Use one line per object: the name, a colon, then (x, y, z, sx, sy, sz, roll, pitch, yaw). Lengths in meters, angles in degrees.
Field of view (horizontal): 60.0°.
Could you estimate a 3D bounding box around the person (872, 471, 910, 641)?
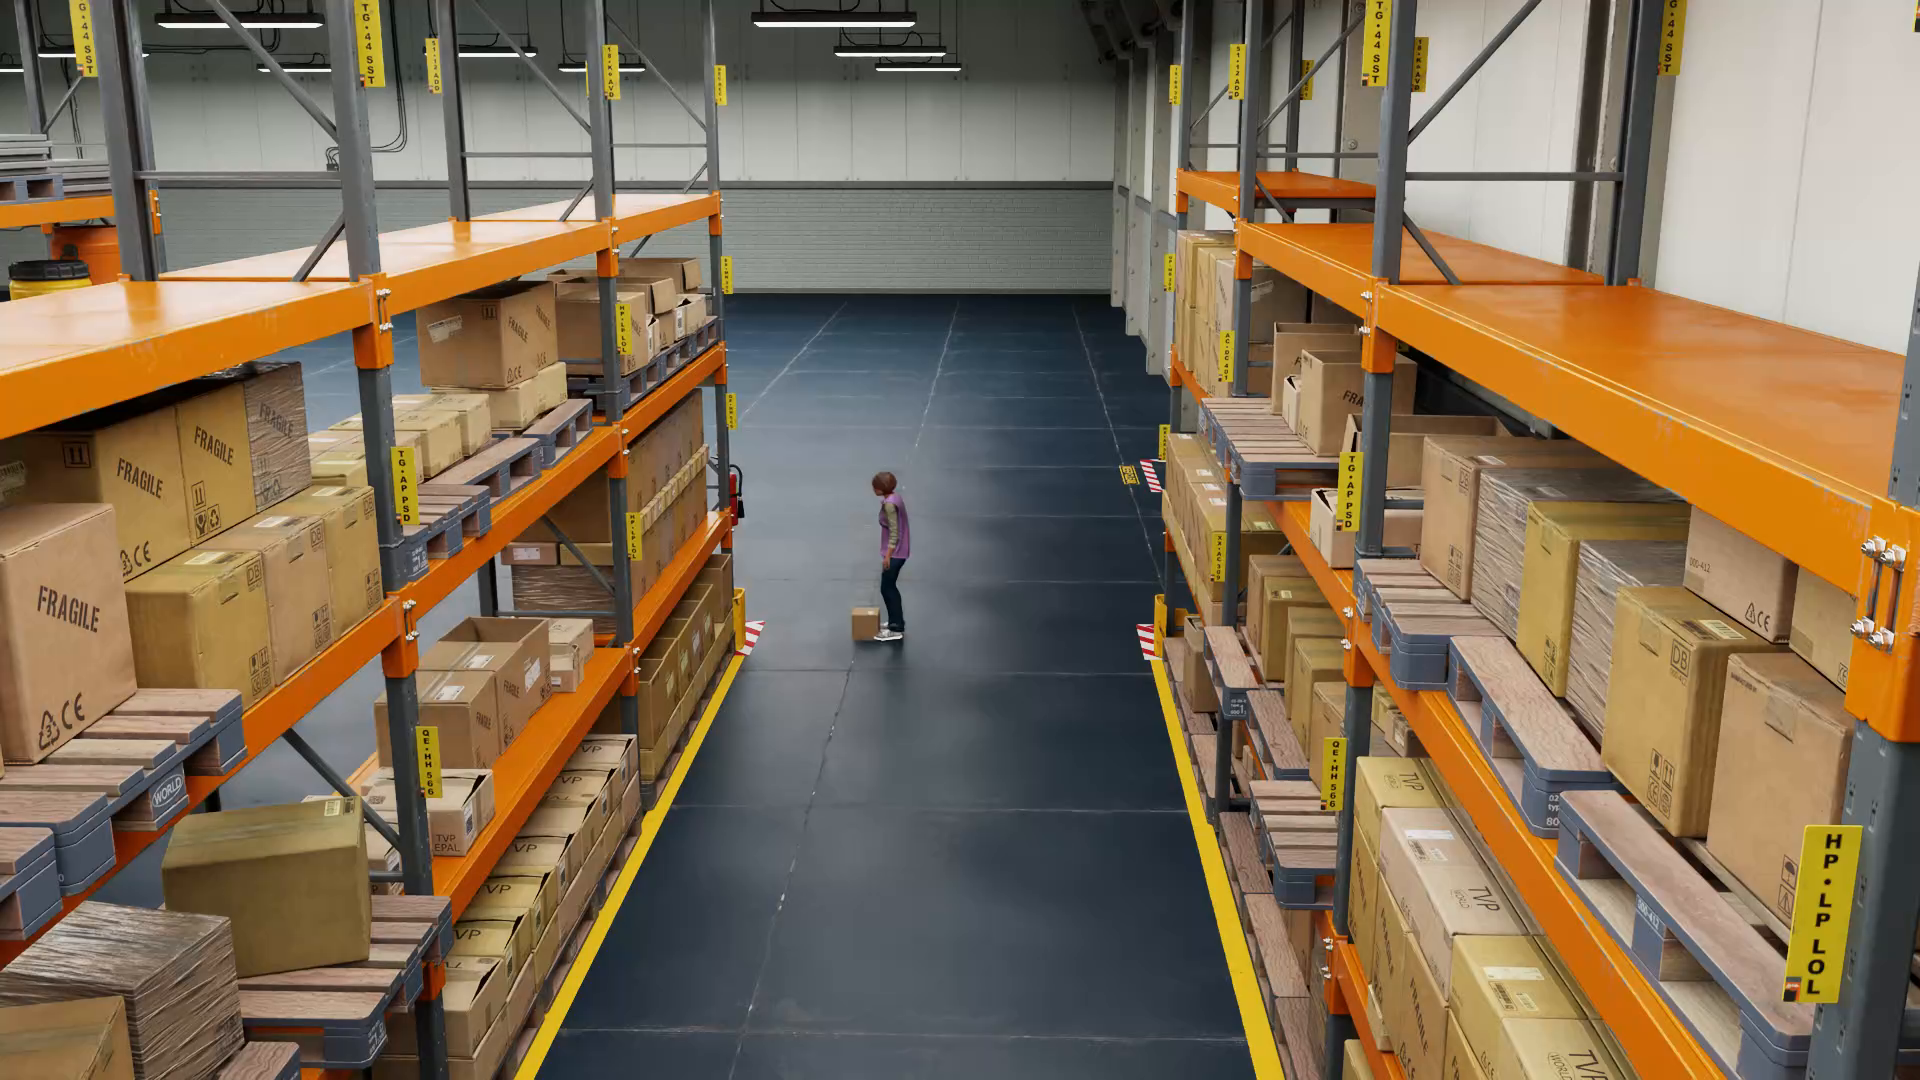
person: (-0.640, 0.137, 15.485, 0.345, 1.591, 0.464, 0, 14, -1)
